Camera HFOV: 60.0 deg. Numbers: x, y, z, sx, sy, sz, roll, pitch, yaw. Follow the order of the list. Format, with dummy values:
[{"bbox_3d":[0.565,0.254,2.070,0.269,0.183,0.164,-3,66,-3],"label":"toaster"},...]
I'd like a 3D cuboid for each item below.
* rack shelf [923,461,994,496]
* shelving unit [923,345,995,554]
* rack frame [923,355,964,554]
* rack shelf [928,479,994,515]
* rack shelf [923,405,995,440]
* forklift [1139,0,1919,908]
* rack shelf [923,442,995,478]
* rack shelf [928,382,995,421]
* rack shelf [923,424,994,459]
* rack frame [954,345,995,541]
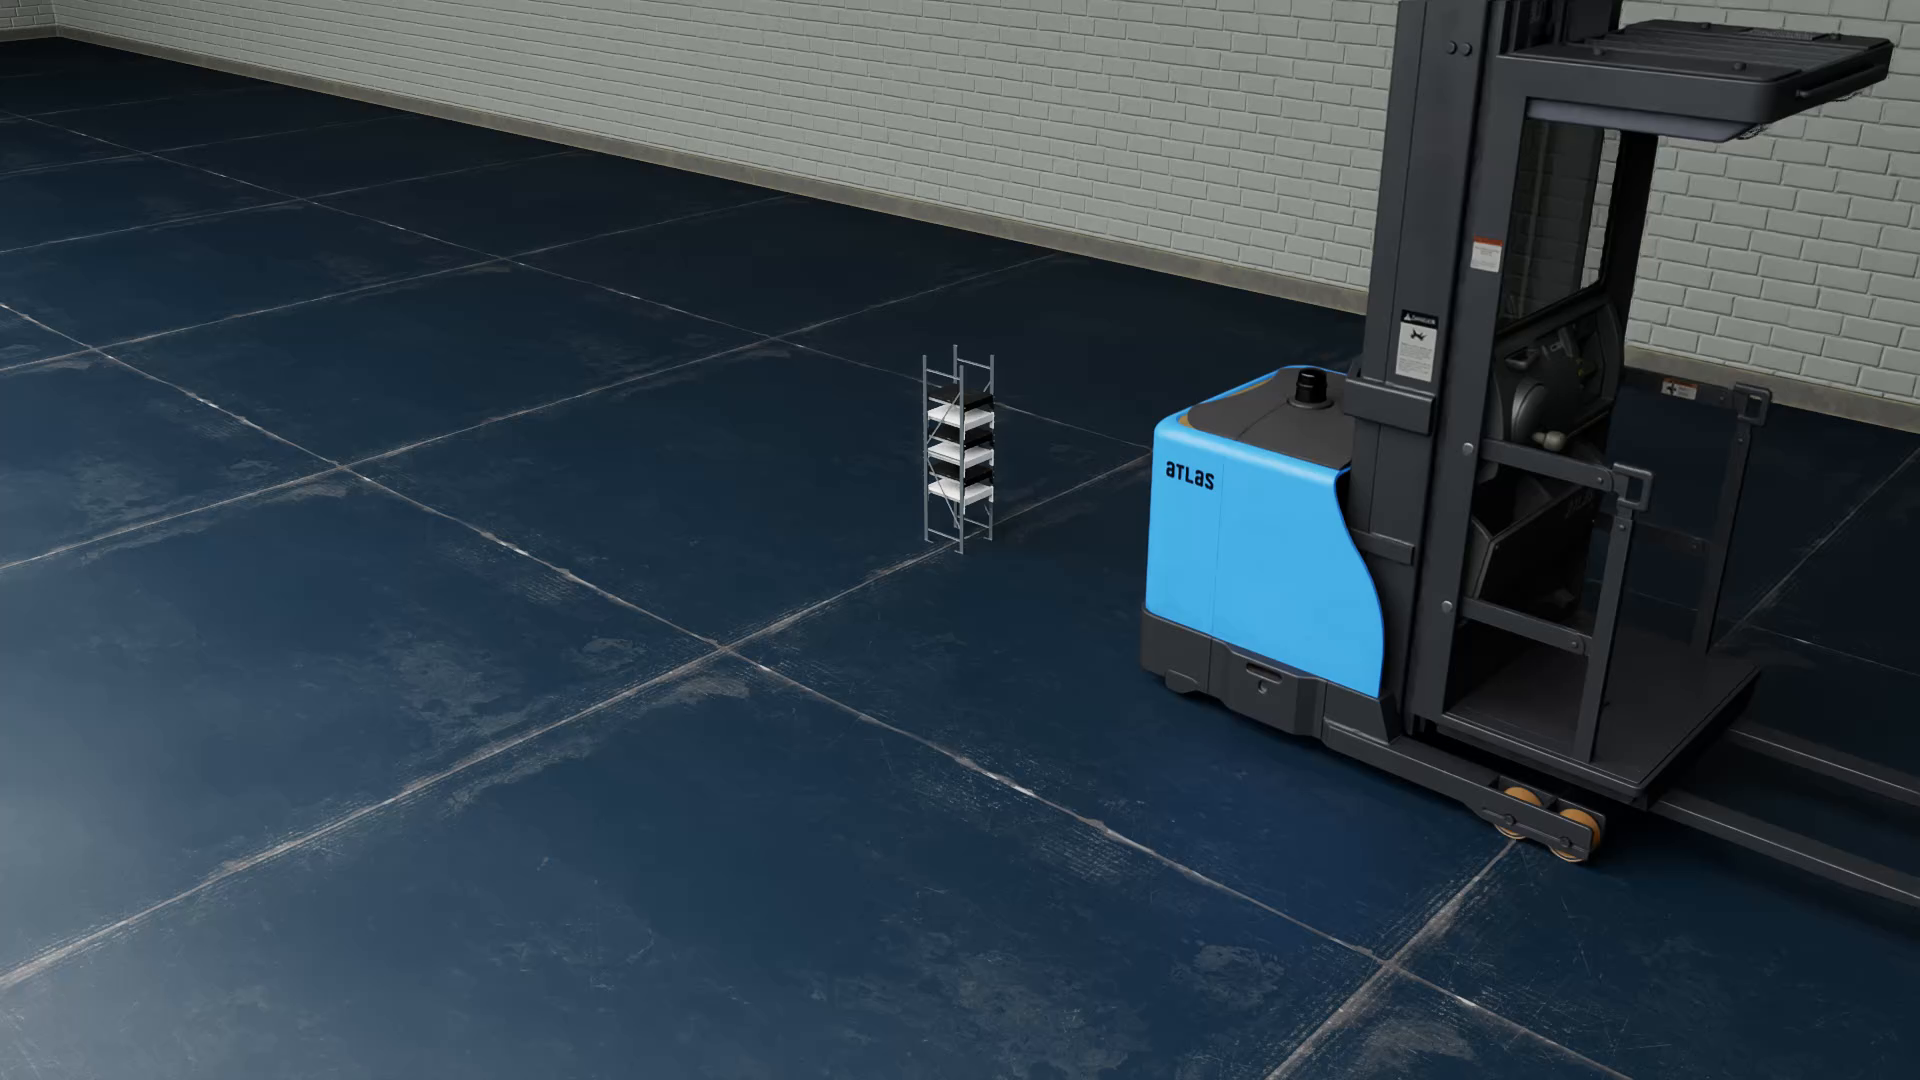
[{"bbox_3d":[-0.005,-0.296,7.611,0.258,0.077,0.200,20,31,38],"label":"rack shelf"},{"bbox_3d":[-0.005,-0.408,7.560,0.258,0.900,0.210,20,31,38],"label":"shelving unit"},{"bbox_3d":[-0.073,-0.377,7.491,0.240,0.900,0.006,20,31,38],"label":"rack frame"},{"bbox_3d":[-0.005,-0.213,7.648,0.258,0.077,0.200,20,31,38],"label":"rack shelf"},{"bbox_3d":[-0.005,-0.542,7.500,0.258,0.077,0.200,20,31,38],"label":"rack shelf"},{"bbox_3d":[2.127,-0.532,5.355,3.031,2.935,1.130,21,31,38],"label":"forklift"},{"bbox_3d":[-0.005,-0.378,7.574,0.258,0.077,0.200,20,31,38],"label":"rack shelf"},{"bbox_3d":[-0.005,-0.624,7.464,0.258,0.077,0.200,20,31,38],"label":"rack shelf"},{"bbox_3d":[-0.005,-0.460,7.537,0.258,0.077,0.200,20,31,38],"label":"rack shelf"},{"bbox_3d":[0.062,-0.439,7.629,0.240,0.900,0.006,20,31,38],"label":"rack frame"}]
